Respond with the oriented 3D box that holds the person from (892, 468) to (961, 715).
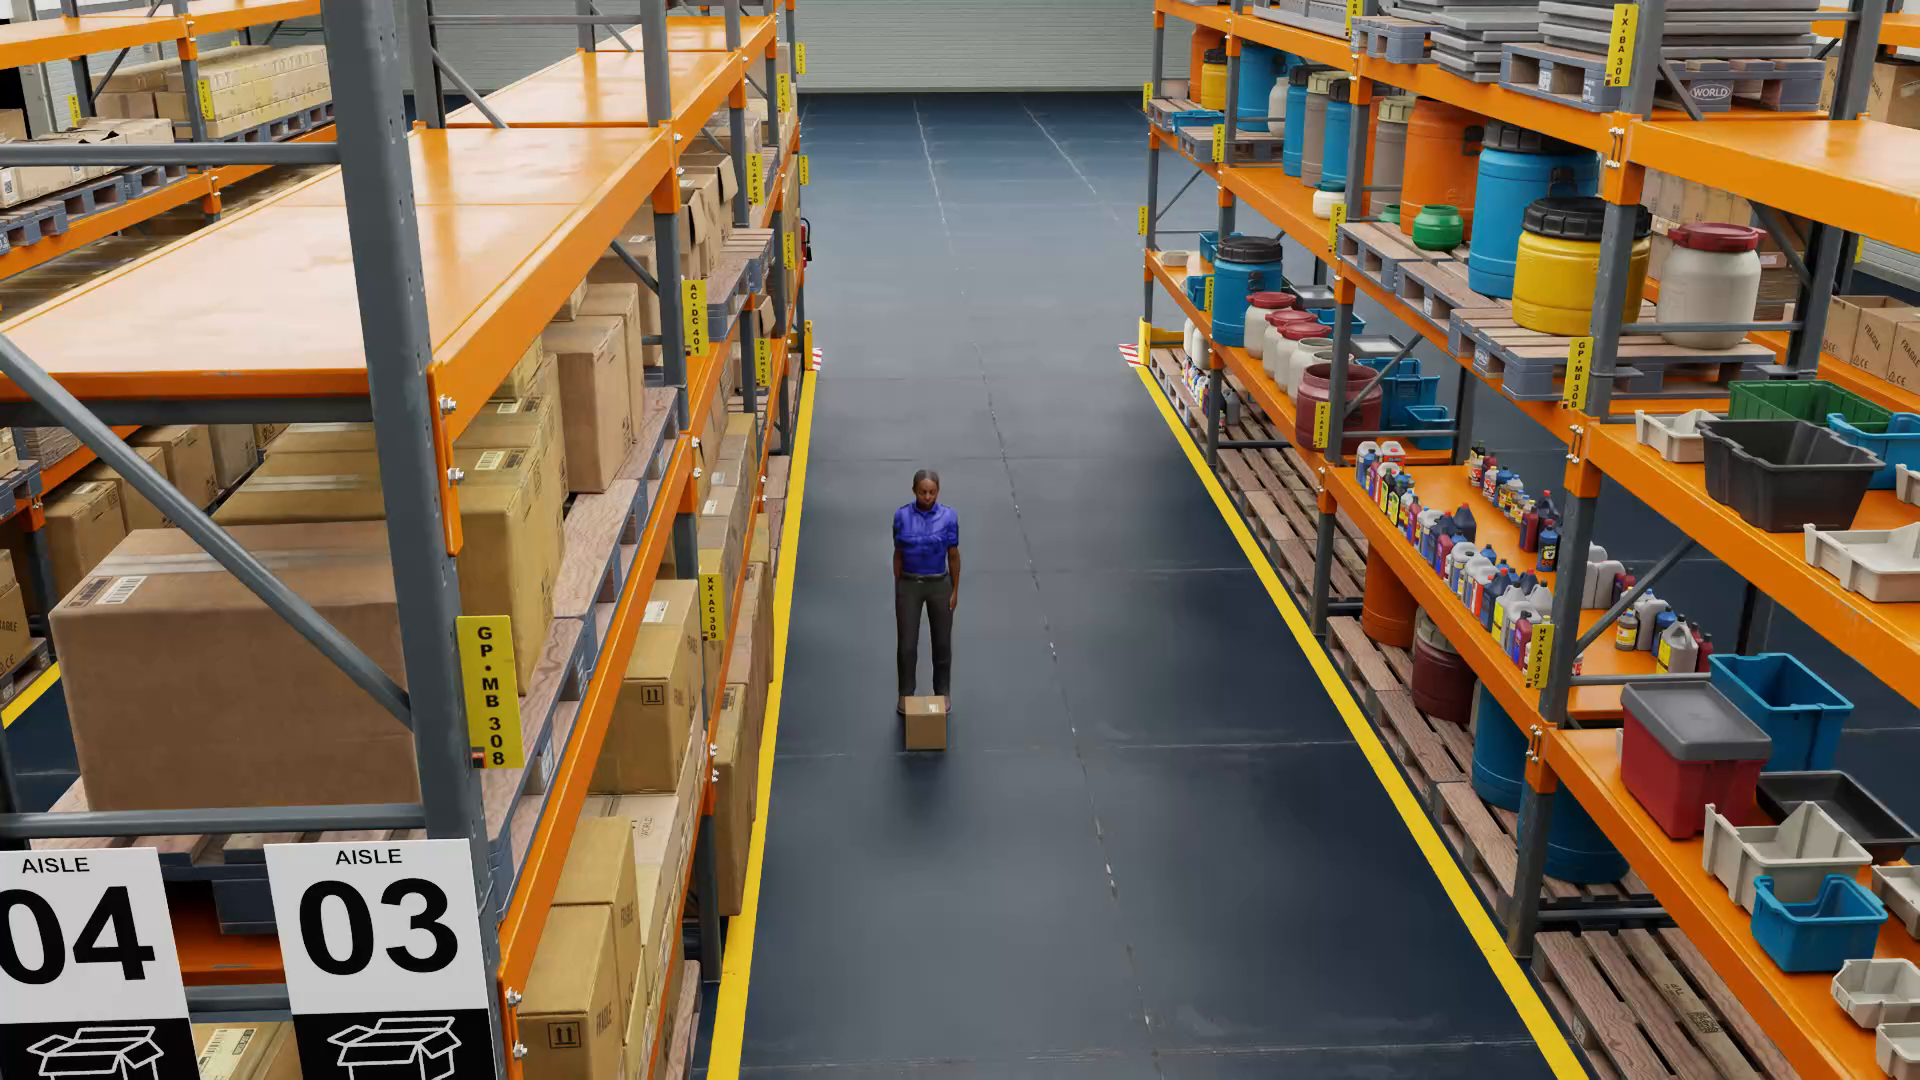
[{"bbox_3d":[-0.214,0.331,10.716,0.437,1.661,0.312,0,21,1],"label":"person"}]
